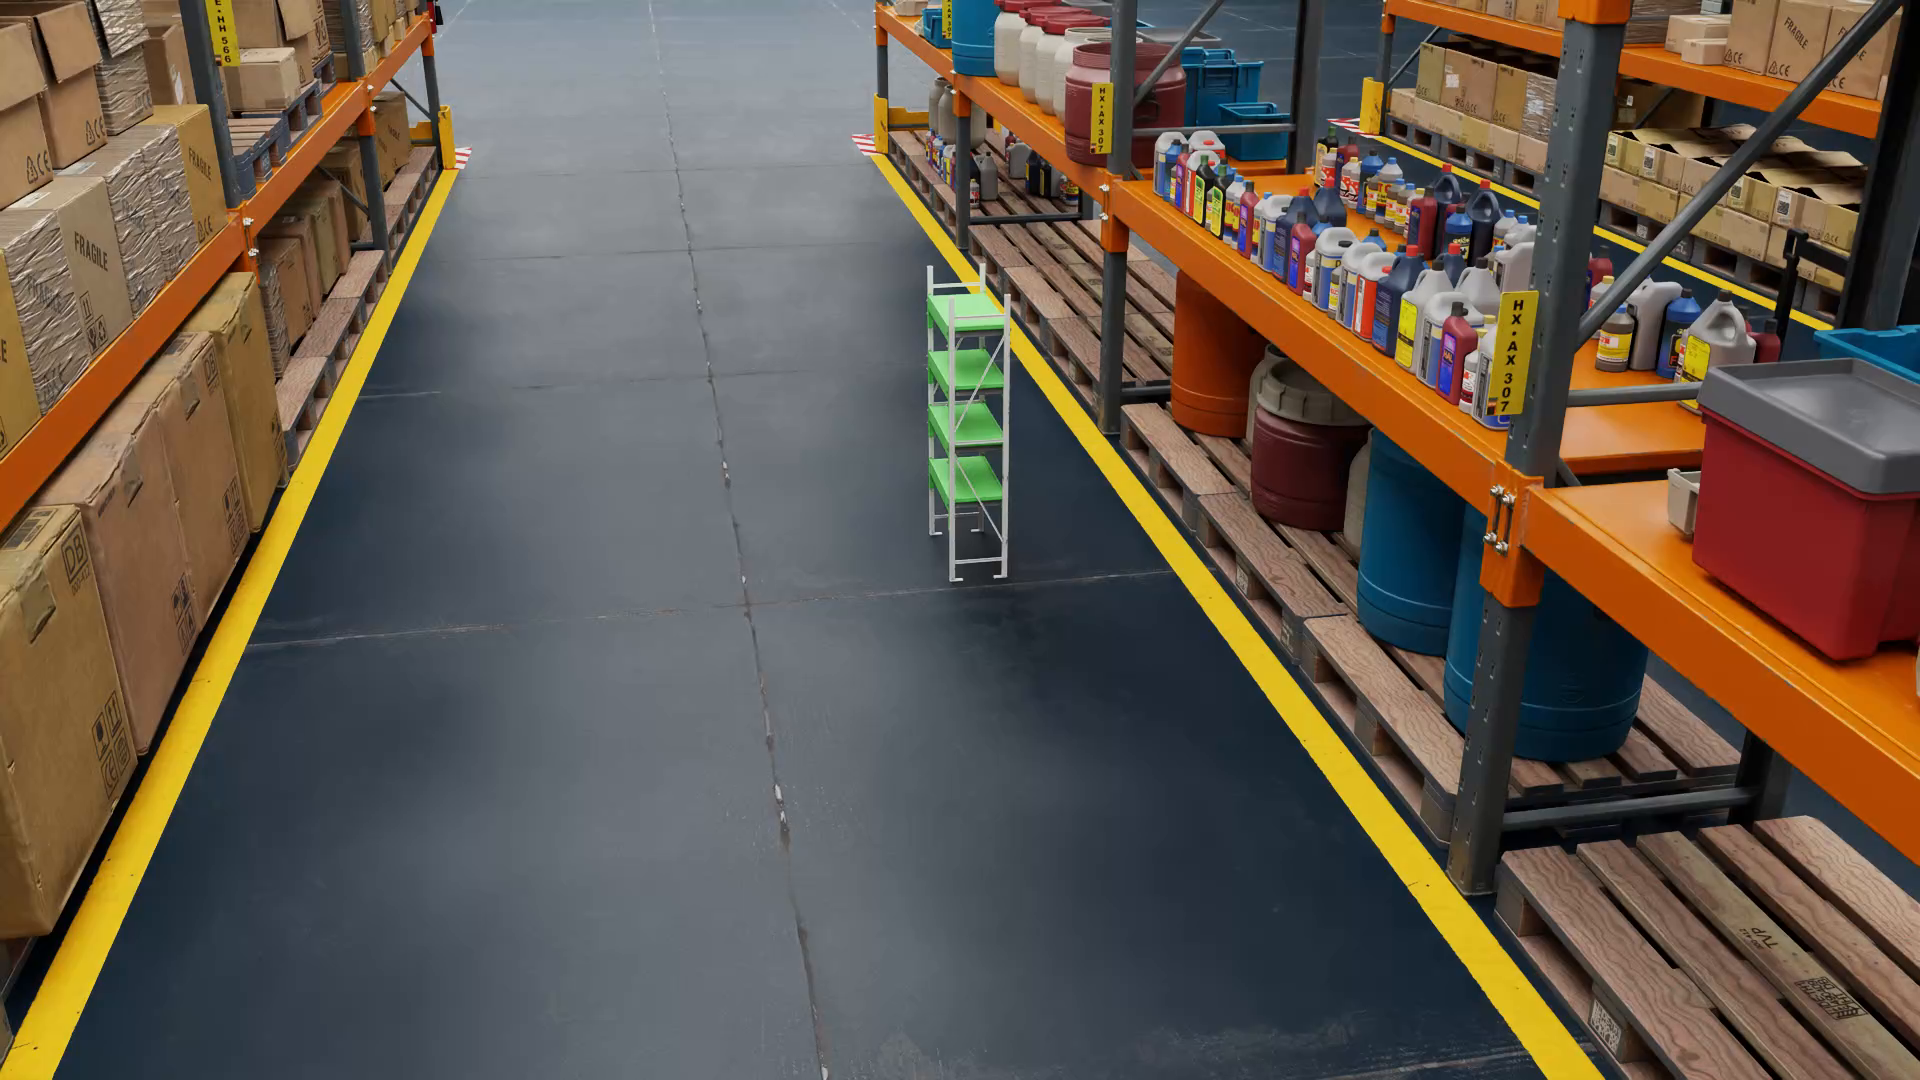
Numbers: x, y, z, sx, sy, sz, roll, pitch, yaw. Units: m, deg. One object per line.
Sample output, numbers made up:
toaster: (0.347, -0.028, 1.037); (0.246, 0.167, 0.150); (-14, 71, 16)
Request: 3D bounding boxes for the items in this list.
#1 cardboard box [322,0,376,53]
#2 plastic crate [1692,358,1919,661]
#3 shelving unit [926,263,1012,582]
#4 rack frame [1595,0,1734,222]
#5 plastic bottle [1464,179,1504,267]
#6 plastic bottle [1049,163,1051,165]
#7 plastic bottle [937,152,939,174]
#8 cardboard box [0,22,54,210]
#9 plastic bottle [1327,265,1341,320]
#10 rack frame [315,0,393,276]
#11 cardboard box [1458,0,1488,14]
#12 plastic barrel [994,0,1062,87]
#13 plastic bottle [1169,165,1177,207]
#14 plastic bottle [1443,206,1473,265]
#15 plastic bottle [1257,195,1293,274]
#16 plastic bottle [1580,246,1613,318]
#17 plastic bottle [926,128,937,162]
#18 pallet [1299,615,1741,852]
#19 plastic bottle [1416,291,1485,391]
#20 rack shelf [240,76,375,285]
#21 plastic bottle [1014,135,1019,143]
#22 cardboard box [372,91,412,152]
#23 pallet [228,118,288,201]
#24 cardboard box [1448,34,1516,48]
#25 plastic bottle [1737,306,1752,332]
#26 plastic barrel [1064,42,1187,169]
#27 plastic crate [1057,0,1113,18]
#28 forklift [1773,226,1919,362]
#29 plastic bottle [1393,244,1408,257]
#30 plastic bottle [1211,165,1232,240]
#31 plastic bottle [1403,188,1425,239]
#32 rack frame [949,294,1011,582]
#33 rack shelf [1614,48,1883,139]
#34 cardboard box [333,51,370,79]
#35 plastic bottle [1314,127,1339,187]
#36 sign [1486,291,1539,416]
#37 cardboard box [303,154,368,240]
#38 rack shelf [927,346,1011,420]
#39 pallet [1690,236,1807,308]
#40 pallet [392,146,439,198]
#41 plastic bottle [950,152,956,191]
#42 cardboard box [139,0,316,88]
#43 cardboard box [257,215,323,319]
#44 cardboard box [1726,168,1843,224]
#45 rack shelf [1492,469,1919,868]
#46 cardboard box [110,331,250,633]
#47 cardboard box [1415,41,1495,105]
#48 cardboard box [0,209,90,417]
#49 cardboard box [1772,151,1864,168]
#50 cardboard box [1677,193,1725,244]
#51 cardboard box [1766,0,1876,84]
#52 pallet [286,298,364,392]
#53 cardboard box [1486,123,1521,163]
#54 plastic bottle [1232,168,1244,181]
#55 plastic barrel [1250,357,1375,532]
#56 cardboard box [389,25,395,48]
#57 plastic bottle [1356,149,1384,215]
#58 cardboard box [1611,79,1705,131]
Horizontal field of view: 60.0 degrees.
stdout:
cardboard box: (-4.420, -3.531, 11.091); (0.875, 0.500, 0.500); (-4, 24, -10)
plastic crate: (1.868, -0.075, 3.518); (0.402, 0.464, 0.583); (-4, 24, -10)
shelving unit: (0.031, -0.485, 6.861); (0.258, 1.200, 0.503); (-4, 24, -10)
rack frame: (5.339, -3.899, 12.430); (1.000, 3.000, 0.127); (-4, 24, -10)
plastic bottle: (1.963, -1.170, 6.243); (0.144, 0.351, 0.185); (-4, 24, -10)
plastic bottle: (0.729, -2.870, 12.834); (0.144, 0.351, 0.185); (-4, 24, -8)
plastic bottle: (-0.140, -3.077, 13.495); (0.097, 0.201, 0.097); (0, 24, 0)
cardboard box: (-3.290, -1.291, 5.080); (0.797, 0.503, 0.637); (-4, 24, -8)
plastic bottle: (1.325, -0.866, 5.734); (0.097, 0.201, 0.097); (0, 24, 0)
rack frame: (-4.397, -3.168, 10.755); (1.000, 3.000, 0.127); (-4, 24, -10)
cardboard box: (4.861, -4.932, 14.670); (0.700, 0.500, 0.500); (-4, 24, -9)
plastic barrel: (0.432, -3.204, 10.668); (0.433, 0.535, 0.433); (0, 24, 0)
plastic bottle: (0.985, -1.590, 7.390); (0.097, 0.201, 0.097); (0, 24, 0)
plastic bottle: (1.852, -1.108, 6.199); (0.097, 0.271, 0.097); (0, 24, 0)
plastic bottle: (1.229, -1.164, 6.323); (0.152, 0.276, 0.135); (-4, 24, -10)
plastic bottle: (2.137, -0.859, 5.615); (0.061, 0.283, 0.133); (-4, 24, -10)
plastic bottle: (-0.241, -3.323, 13.969); (0.097, 0.271, 0.097); (0, 24, 0)
pallet: (1.848, 0.584, 5.650); (1.003, 0.211, 1.213); (-4, 24, -10)
plastic bottle: (1.491, -0.605, 5.044); (0.152, 0.276, 0.135); (-4, 24, -10)
rack shelf: (-4.028, -2.051, 9.098); (1.077, 0.370, 4.000); (-4, 24, -10)
plastic bottle: (0.521, -3.270, 13.843); (0.152, 0.276, 0.135); (-4, 24, -9)
cardboard box: (-5.038, -3.541, 14.208); (0.500, 0.500, 0.500); (0, 24, 0)
pallet: (-3.894, -1.779, 7.815); (1.213, 0.211, 1.003); (-4, 24, -10)
cardboard box: (4.991, -4.560, 15.916); (0.500, 0.500, 0.500); (-4, 24, -10)
plastic bottle: (2.276, -0.562, 4.936); (0.061, 0.283, 0.133); (-4, 24, -10)
plastic barrel: (0.826, -2.183, 8.331); (0.600, 0.536, 0.708); (-4, 24, -10)
plastic crate: (0.860, -3.396, 11.197); (0.402, 0.464, 0.583); (-4, 24, -10)
forklift: (3.897, -1.252, 6.454); (1.130, 2.935, 3.031); (-1, 24, -3)
plastic bottle: (1.492, -0.871, 5.658); (0.097, 0.271, 0.097); (0, 24, 0)
plastic bottle: (1.080, -1.384, 6.818); (0.061, 0.283, 0.133); (-4, 24, -10)
plastic bottle: (1.876, -1.337, 6.811); (0.097, 0.201, 0.097); (0, 24, 0)
rack frame: (0.076, -0.389, 6.641); (0.240, 1.200, 0.015); (-4, 24, -10)
rack shelf: (5.709, -2.783, 10.773); (1.077, 0.370, 4.000); (-4, 24, -10)
cardboard box: (-4.142, -3.159, 11.050); (0.380, 0.149, 0.250); (-4, 24, -10)
plastic bottle: (1.704, -1.780, 7.723); (0.061, 0.283, 0.133); (-4, 24, -10)
sign: (1.408, -0.474, 4.243); (0.100, 0.325, 0.005); (-4, 24, -10)
cardboard box: (-4.432, -2.375, 11.538); (0.500, 0.500, 0.500); (-5, 24, -11)
rack shelf: (0.031, -0.646, 6.790); (0.258, 0.148, 0.480); (-4, 24, -10)
pallet: (5.742, -1.854, 11.231); (1.003, 0.211, 1.213); (-4, 24, -10)
pallet: (-5.008, -3.111, 14.109); (1.003, 0.211, 1.213); (-4, 24, -10)
plastic bottle: (-0.039, -2.859, 12.894); (0.061, 0.283, 0.133); (-3, 24, -6)
cardboard box: (-3.986, -2.732, 9.105); (0.797, 0.503, 0.637); (-2, 24, -4)
cardboard box: (-4.131, -1.572, 9.674); (0.700, 0.500, 0.500); (-6, 24, -14)
cardboard box: (5.456, -2.303, 10.986); (0.500, 0.311, 0.500); (-4, 24, -8)
rack shelf: (2.319, 0.729, 2.732); (1.077, 0.370, 4.000); (-4, 24, -10)
cardboard box: (-3.393, -0.189, 6.065); (1.225, 0.875, 0.875); (-4, 24, -10)
cardboard box: (4.574, -4.325, 15.378); (0.500, 0.500, 0.500); (-4, 24, -10)
cardboard box: (-2.943, -0.661, 4.890); (0.500, 0.500, 0.500); (-5, 24, -11)
cardboard box: (5.888, -2.550, 11.551); (0.500, 0.311, 0.500); (-4, 24, -10)
cardboard box: (5.362, -2.250, 11.565); (0.500, 0.250, 0.500); (-5, 24, -11)
cardboard box: (5.655, -3.238, 10.790); (0.500, 0.500, 0.500); (-4, 24, -10)
pallet: (-4.023, -1.103, 9.511); (1.003, 0.211, 1.213); (-4, 24, -10)
cardboard box: (4.849, -3.391, 14.177); (0.500, 0.250, 0.500); (-4, 24, -10)
plastic bottle: (1.177, -1.510, 7.208); (0.097, 0.201, 0.097); (0, 24, 0)
plastic barrel: (1.526, -0.413, 6.936); (0.600, 0.588, 0.708); (-4, 24, -10)
cardboard box: (-4.432, -3.748, 12.399); (0.380, 0.149, 0.250); (-4, 24, -10)
plastic bottle: (1.786, -1.560, 7.235); (0.097, 0.271, 0.097); (0, 24, 0)
cardboard box: (5.561, -3.381, 13.217); (0.500, 0.500, 0.500); (-4, 24, -10)
